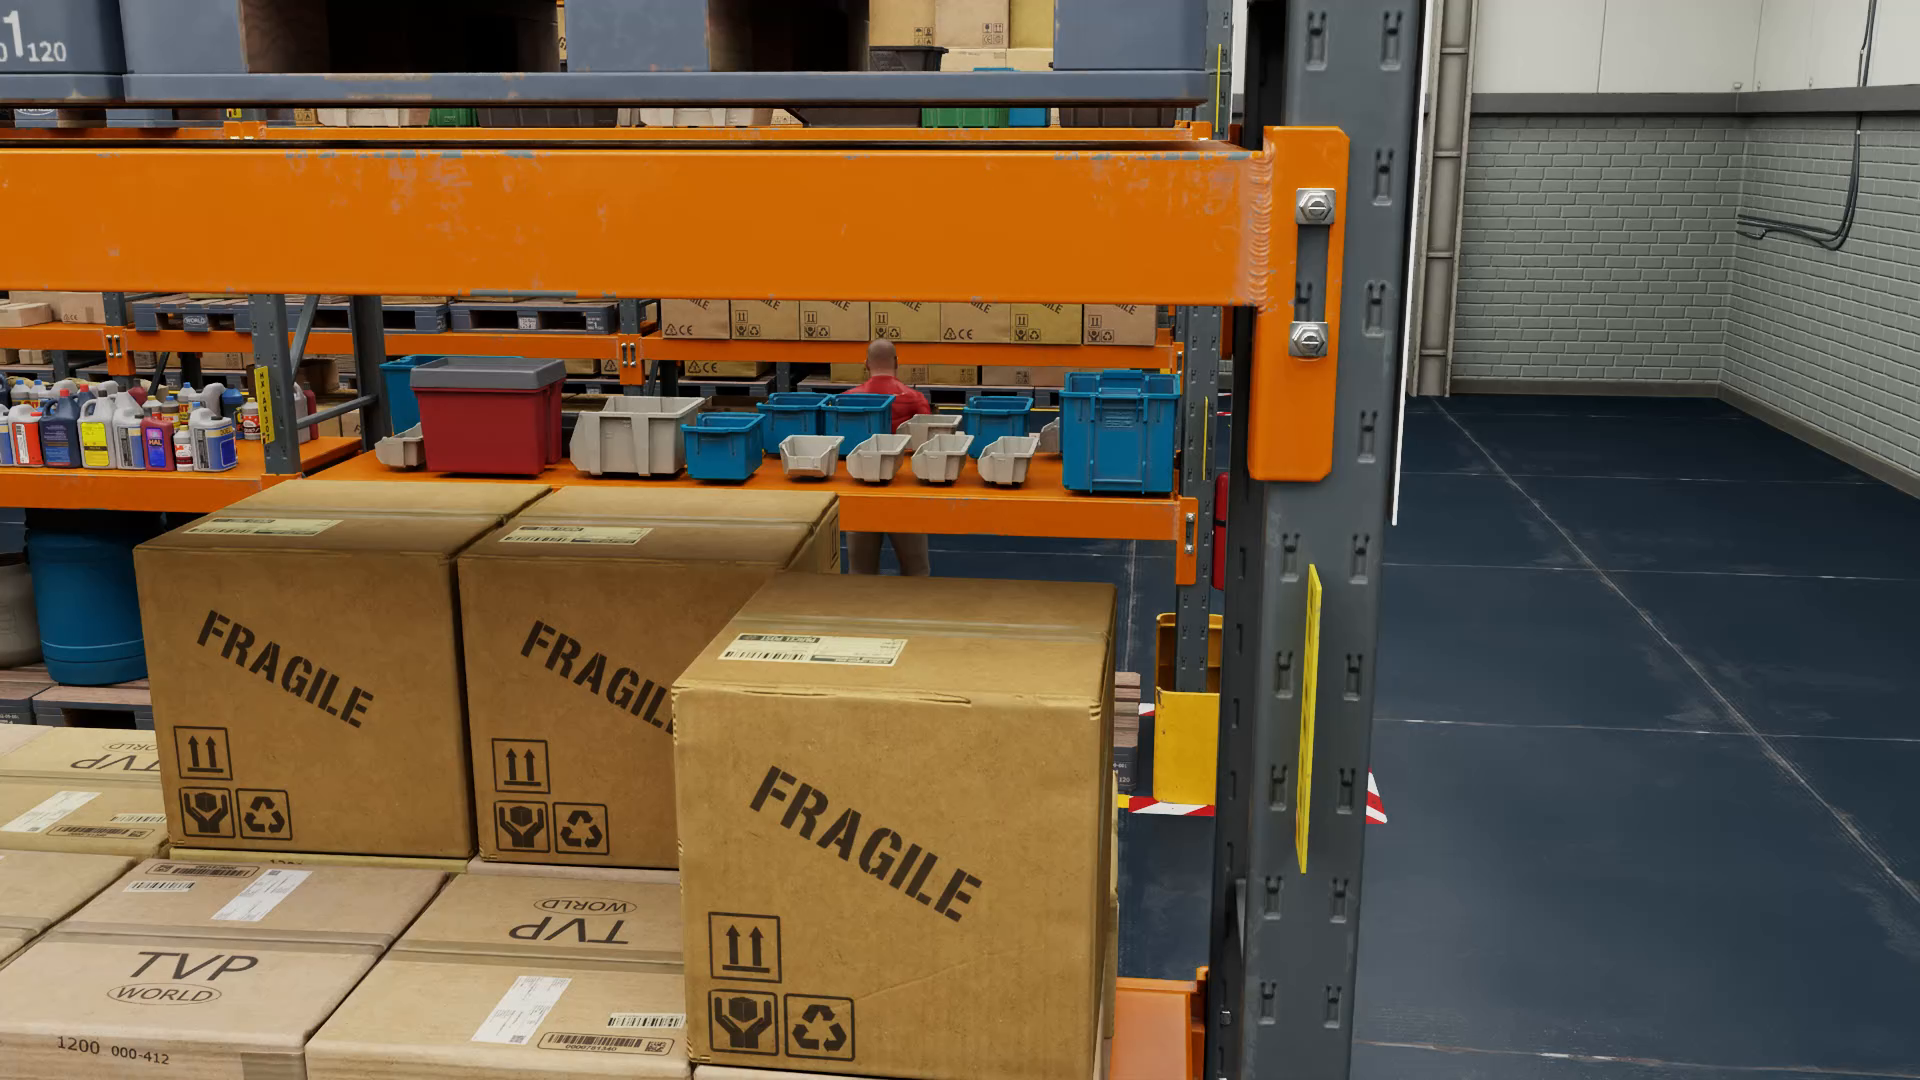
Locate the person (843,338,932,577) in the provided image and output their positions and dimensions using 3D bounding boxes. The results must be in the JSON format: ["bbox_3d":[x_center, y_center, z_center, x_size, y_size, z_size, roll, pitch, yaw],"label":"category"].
[{"bbox_3d":[-0.392,-0.199,8.823,0.584,1.726,0.396,2,14,6],"label":"person"}]
